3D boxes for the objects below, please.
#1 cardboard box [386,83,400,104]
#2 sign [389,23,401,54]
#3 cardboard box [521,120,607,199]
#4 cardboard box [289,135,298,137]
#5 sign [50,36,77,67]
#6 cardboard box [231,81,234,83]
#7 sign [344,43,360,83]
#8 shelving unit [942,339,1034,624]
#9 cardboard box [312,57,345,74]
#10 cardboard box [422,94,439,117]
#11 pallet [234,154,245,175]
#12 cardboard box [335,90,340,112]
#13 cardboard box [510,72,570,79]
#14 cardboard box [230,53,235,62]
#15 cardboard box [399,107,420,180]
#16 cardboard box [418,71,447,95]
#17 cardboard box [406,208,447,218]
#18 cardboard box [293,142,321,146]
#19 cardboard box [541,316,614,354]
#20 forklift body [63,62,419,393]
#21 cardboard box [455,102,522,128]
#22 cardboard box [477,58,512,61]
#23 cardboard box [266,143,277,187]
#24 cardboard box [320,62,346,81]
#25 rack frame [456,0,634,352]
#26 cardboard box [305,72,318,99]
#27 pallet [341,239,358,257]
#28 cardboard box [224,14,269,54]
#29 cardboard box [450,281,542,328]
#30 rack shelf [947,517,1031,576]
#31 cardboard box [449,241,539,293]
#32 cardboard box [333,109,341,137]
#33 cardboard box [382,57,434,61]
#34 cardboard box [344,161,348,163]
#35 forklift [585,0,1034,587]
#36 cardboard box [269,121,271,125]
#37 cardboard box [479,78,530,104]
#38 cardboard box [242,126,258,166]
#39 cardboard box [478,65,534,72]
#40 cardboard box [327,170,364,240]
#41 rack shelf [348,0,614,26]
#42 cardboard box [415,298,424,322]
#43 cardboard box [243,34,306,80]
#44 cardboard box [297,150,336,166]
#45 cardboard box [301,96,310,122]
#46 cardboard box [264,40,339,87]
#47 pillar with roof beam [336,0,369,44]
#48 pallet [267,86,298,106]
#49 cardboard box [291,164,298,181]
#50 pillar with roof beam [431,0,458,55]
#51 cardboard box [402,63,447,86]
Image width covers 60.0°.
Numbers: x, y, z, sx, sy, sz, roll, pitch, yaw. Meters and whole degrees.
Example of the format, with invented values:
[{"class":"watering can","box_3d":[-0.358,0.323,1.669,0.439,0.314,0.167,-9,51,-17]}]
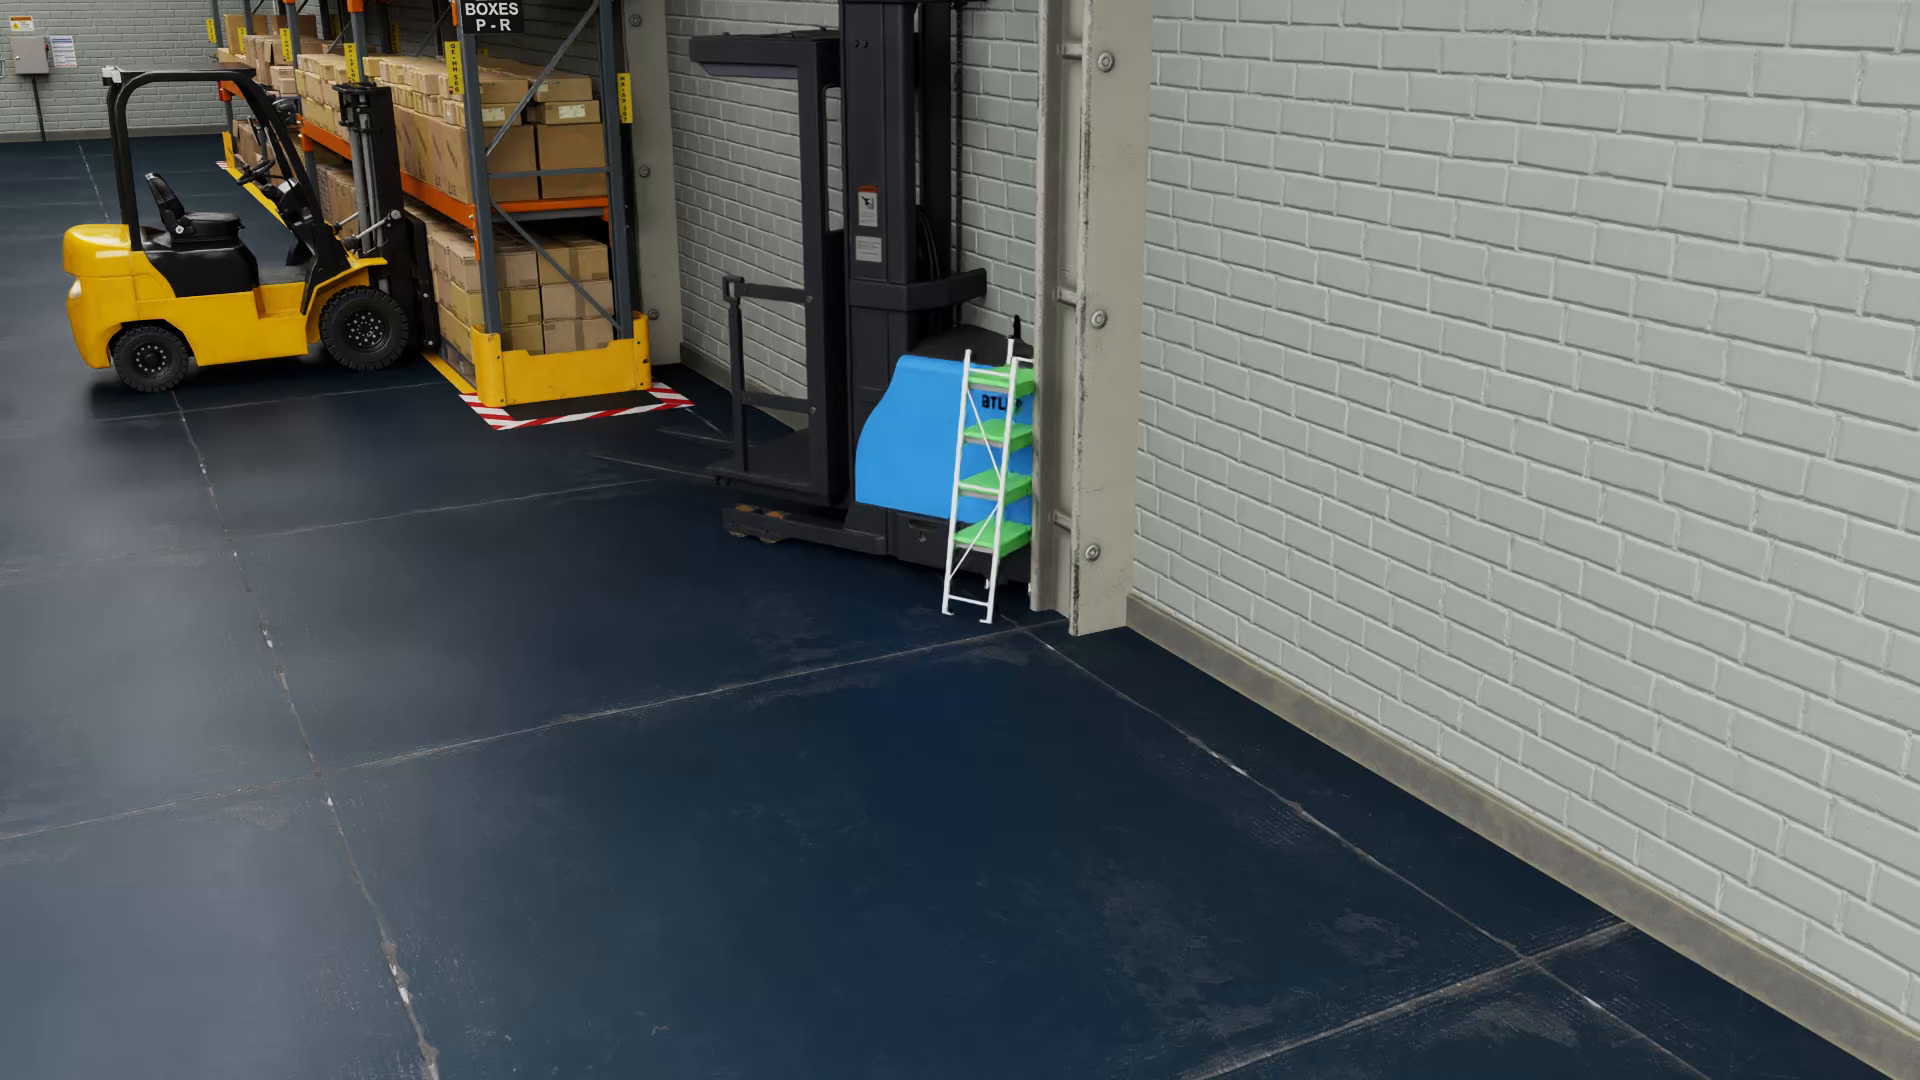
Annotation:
[{"class":"cardboard box","box_3d":[-4.292,-3.521,13.088,0.380,0.149,0.250,-10,22,-27]},{"class":"sign","box_3d":[-6.072,-5.384,17.861,0.100,0.325,0.005,-10,21,-27]},{"class":"cardboard box","box_3d":[-2.751,-2.686,11.663,0.500,0.500,0.500,-9,21,-25]},{"class":"cardboard box","box_3d":[-8.049,-4.861,20.315,0.380,0.149,0.250,-10,22,-28]},{"class":"sign","box_3d":[-15.169,-8.266,28.133,0.329,0.494,0.001,-10,21,-27]},{"class":"cardboard box","box_3d":[-9.876,-6.413,23.003,0.380,0.149,0.250,-11,22,-28]},{"class":"sign","box_3d":[-5.133,-4.024,14.042,0.100,0.325,0.005,-10,21,-27]},{"class":"shelving unit","box_3d":[0.183,-0.275,7.534,0.258,1.200,0.503,11,16,22]},{"class":"cardboard box","box_3d":[-6.259,-4.747,16.642,0.380,0.149,0.250,-10,21,-26]},{"class":"cardboard box","box_3d":[-3.664,-3.158,12.038,0.380,0.149,0.250,-11,22,-28]},{"class":"pallet","box_3d":[-9.943,-5.477,24.182,1.003,0.211,1.213,-10,21,-27]},{"class":"cardboard box","box_3d":[-5.369,-4.015,15.131,0.500,0.250,0.500,-11,22,-28]},{"class":"cardboard box","box_3d":[-2.964,-3.231,11.793,0.380,0.149,0.250,-10,21,-26]},{"class":"cardboard box","box_3d":[-9.635,-6.511,22.675,0.500,0.250,0.500,-11,22,-28]},{"class":"cardboard box","box_3d":[-3.955,-3.041,12.693,0.500,0.500,0.500,-10,21,-26]},{"class":"cardboard box","box_3d":[-3.683,-3.295,11.979,0.380,0.149,0.250,-9,21,-25]},{"class":"cardboard box","box_3d":[-4.226,-2.496,13.305,0.500,0.250,0.500,-9,21,-25]},{"class":"cardboard box","box_3d":[-7.622,-4.561,19.444,0.380,0.149,0.250,-11,22,-29]},{"class":"cardboard box","box_3d":[-2.822,-1.523,12.018,0.500,0.250,0.500,-10,21,-26]},{"class":"forklift body","box_3d":[-5.266,-2.314,12.039,2.313,2.155,1.214,-10,21,-27]},{"class":"cardboard box","box_3d":[-3.172,-2.863,11.183,0.380,0.149,0.250,-10,21,-26]},{"class":"cardboard box","box_3d":[-3.848,-3.837,13.548,0.380,0.149,0.250,-10,22,-28]},{"class":"cardboard box","box_3d":[-8.427,-4.741,20.961,0.500,0.500,0.500,-9,21,-24]},{"class":"cardboard box","box_3d":[-5.844,-4.445,15.768,0.380,0.149,0.250,-11,22,-28]},{"class":"rack frame","box_3d":[-2.760,-2.453,11.142,1.000,3.000,0.127,-10,21,-27]},{"class":"cardboard box","box_3d":[-6.327,-4.606,16.845,0.500,0.250,0.500,-9,21,-25]},{"class":"pallet","box_3d":[-5.627,-2.839,16.536,1.003,0.211,1.213,-10,21,-27]},{"class":"cardboard box","box_3d":[-9.667,-6.868,22.560,0.500,0.500,0.500,-9,21,-25]},{"class":"cardboard box","box_3d":[-3.267,-1.679,11.705,0.500,0.250,0.500,-10,22,-27]},{"class":"rack shelf","box_3d":[0.156,0.018,7.611,0.258,0.148,0.480,11,16,22]},{"class":"cardboard box","box_3d":[-3.254,-1.908,11.602,0.500,0.250,0.500,-9,21,-25]},{"class":"cardboard box","box_3d":[-5.582,-3.925,15.639,0.500,0.250,0.500,-10,21,-26]},{"class":"cardboard box","box_3d":[-4.550,-3.900,13.732,0.380,0.149,0.250,-10,21,-26]},{"class":"cardboard box","box_3d":[-6.728,-4.075,19.030,0.500,0.500,0.500,-10,21,-26]},{"class":"forklift","box_3d":[-0.643,-1.500,8.485,3.031,2.935,1.130,11,22,29]},{"class":"cardboard box","box_3d":[-8.469,-5.227,20.919,0.380,0.149,0.250,-10,22,-28]},{"class":"cardboard box","box_3d":[-3.116,-3.018,11.175,0.380,0.149,0.250,-10,21,-27]},{"class":"cardboard box","box_3d":[-9.616,-5.454,23.027,0.500,0.500,0.500,-10,21,-26]},{"class":"cardboard box","box_3d":[-3.441,-3.526,12.646,0.380,0.149,0.250,-10,21,-26]},{"class":"cardboard box","box_3d":[-5.958,-3.458,17.051,0.875,0.625,0.625,-9,21,-25]},{"class":"rack shelf","box_3d":[-3.710,-4.105,12.434,1.077,0.370,4.000,-10,21,-27]},{"class":"cardboard box","box_3d":[-3.985,-1.873,13.031,0.500,0.250,0.500,-9,21,-25]},{"class":"cardboard box","box_3d":[-8.426,-5.970,20.538,0.700,0.500,0.500,-9,21,-25]},{"class":"cardboard box","box_3d":[-7.174,-4.249,18.541,0.380,0.149,0.250,-11,22,-29]},{"class":"cardboard box","box_3d":[-6.564,-4.514,17.343,0.500,0.250,0.500,-10,21,-26]},{"class":"cardboard box","box_3d":[-7.497,-5.437,18.987,0.797,0.503,0.637,-11,22,-28]},{"class":"pillar with roof beam","box_3d":[-11.785,-8.407,19.198,9.100,9.000,0.400,-10,21,-27]},{"class":"pallet","box_3d":[-7.487,-5.217,19.445,1.003,0.211,1.213,-10,21,-27]},{"class":"cardboard box","box_3d":[-7.429,-4.150,19.247,0.500,0.500,0.500,-9,21,-24]},{"class":"pillar with roof beam","box_3d":[-8.936,-6.684,14.206,9.100,9.000,0.400,-10,21,-27]},{"class":"cardboard box","box_3d":[-4.088,-3.601,12.865,0.380,0.149,0.250,-10,21,-27]}]
